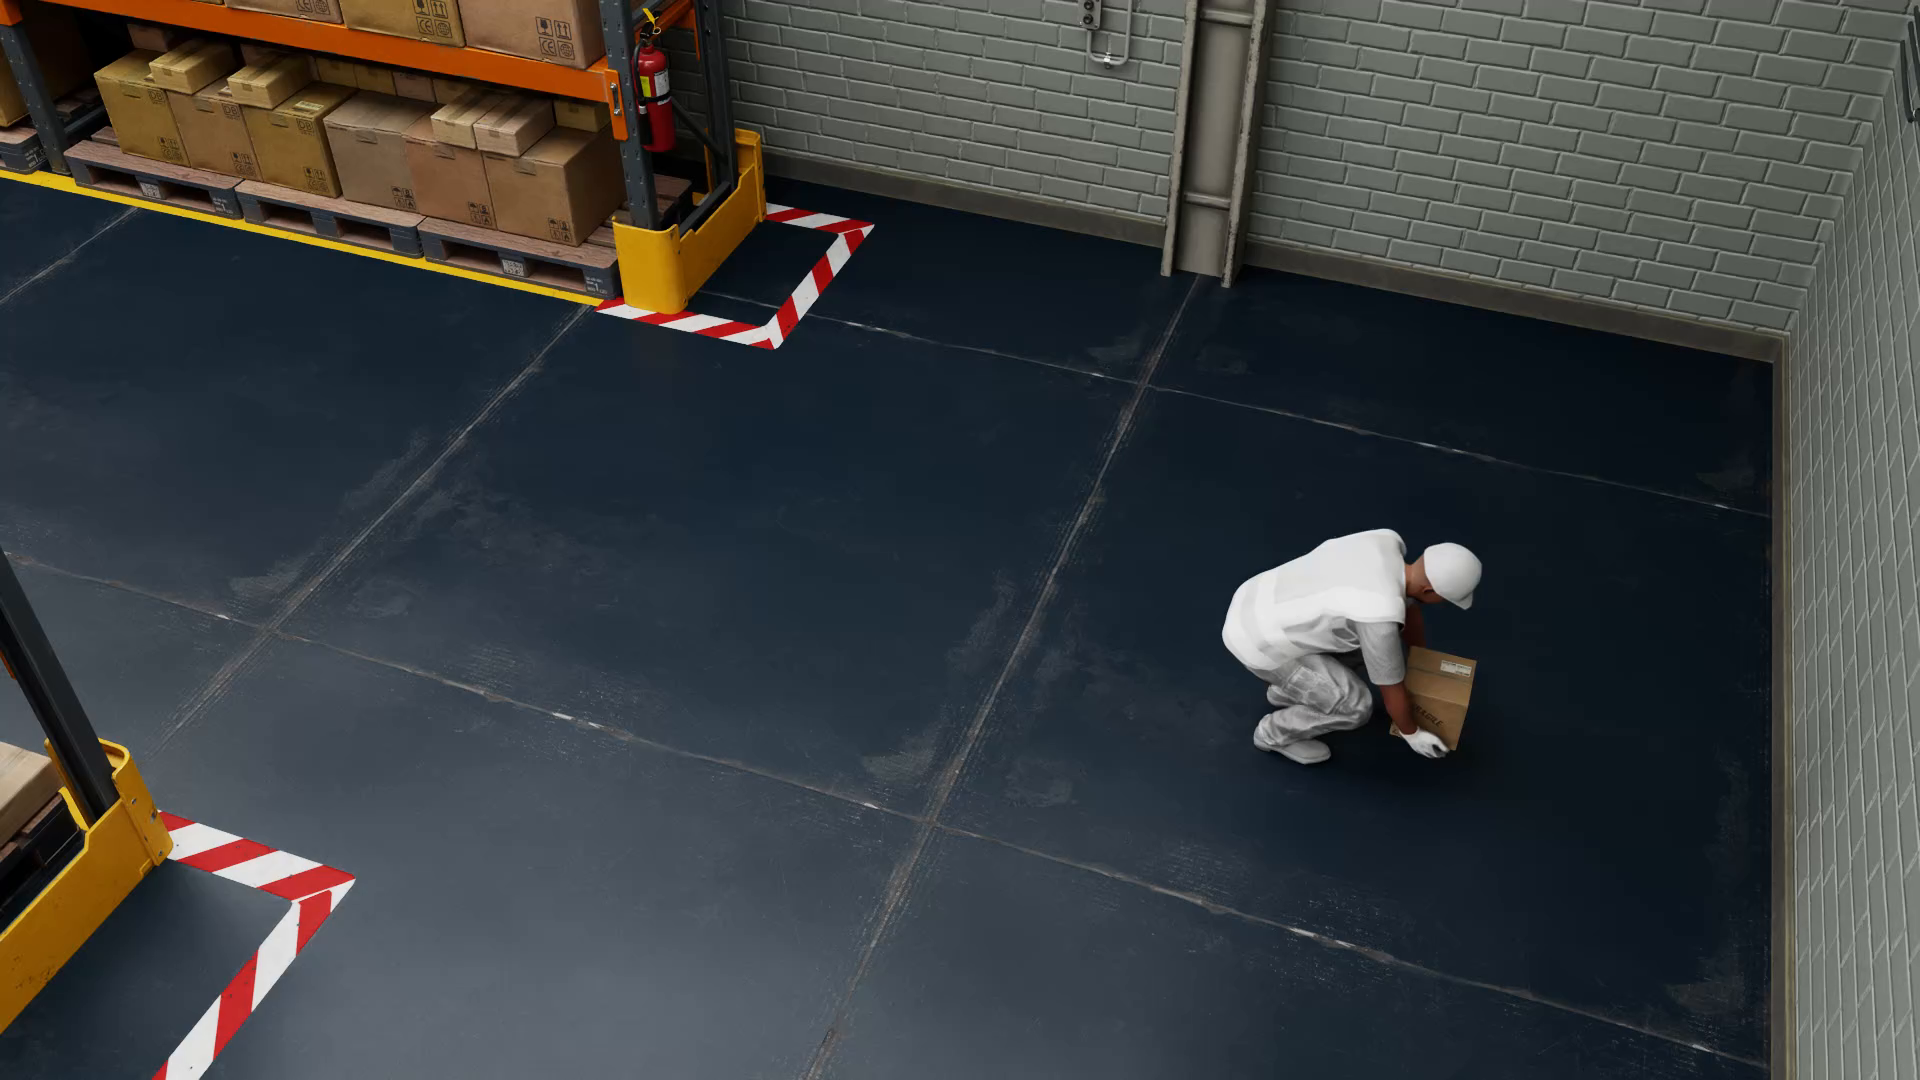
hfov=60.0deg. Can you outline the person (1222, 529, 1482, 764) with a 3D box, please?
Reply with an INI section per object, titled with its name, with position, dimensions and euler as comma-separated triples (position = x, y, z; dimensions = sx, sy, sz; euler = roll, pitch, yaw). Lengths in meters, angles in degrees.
[person]
position = 1.471, 0.367, 6.313
dimensions = 0.912, 1.014, 0.578
euler = 13, 43, 15
